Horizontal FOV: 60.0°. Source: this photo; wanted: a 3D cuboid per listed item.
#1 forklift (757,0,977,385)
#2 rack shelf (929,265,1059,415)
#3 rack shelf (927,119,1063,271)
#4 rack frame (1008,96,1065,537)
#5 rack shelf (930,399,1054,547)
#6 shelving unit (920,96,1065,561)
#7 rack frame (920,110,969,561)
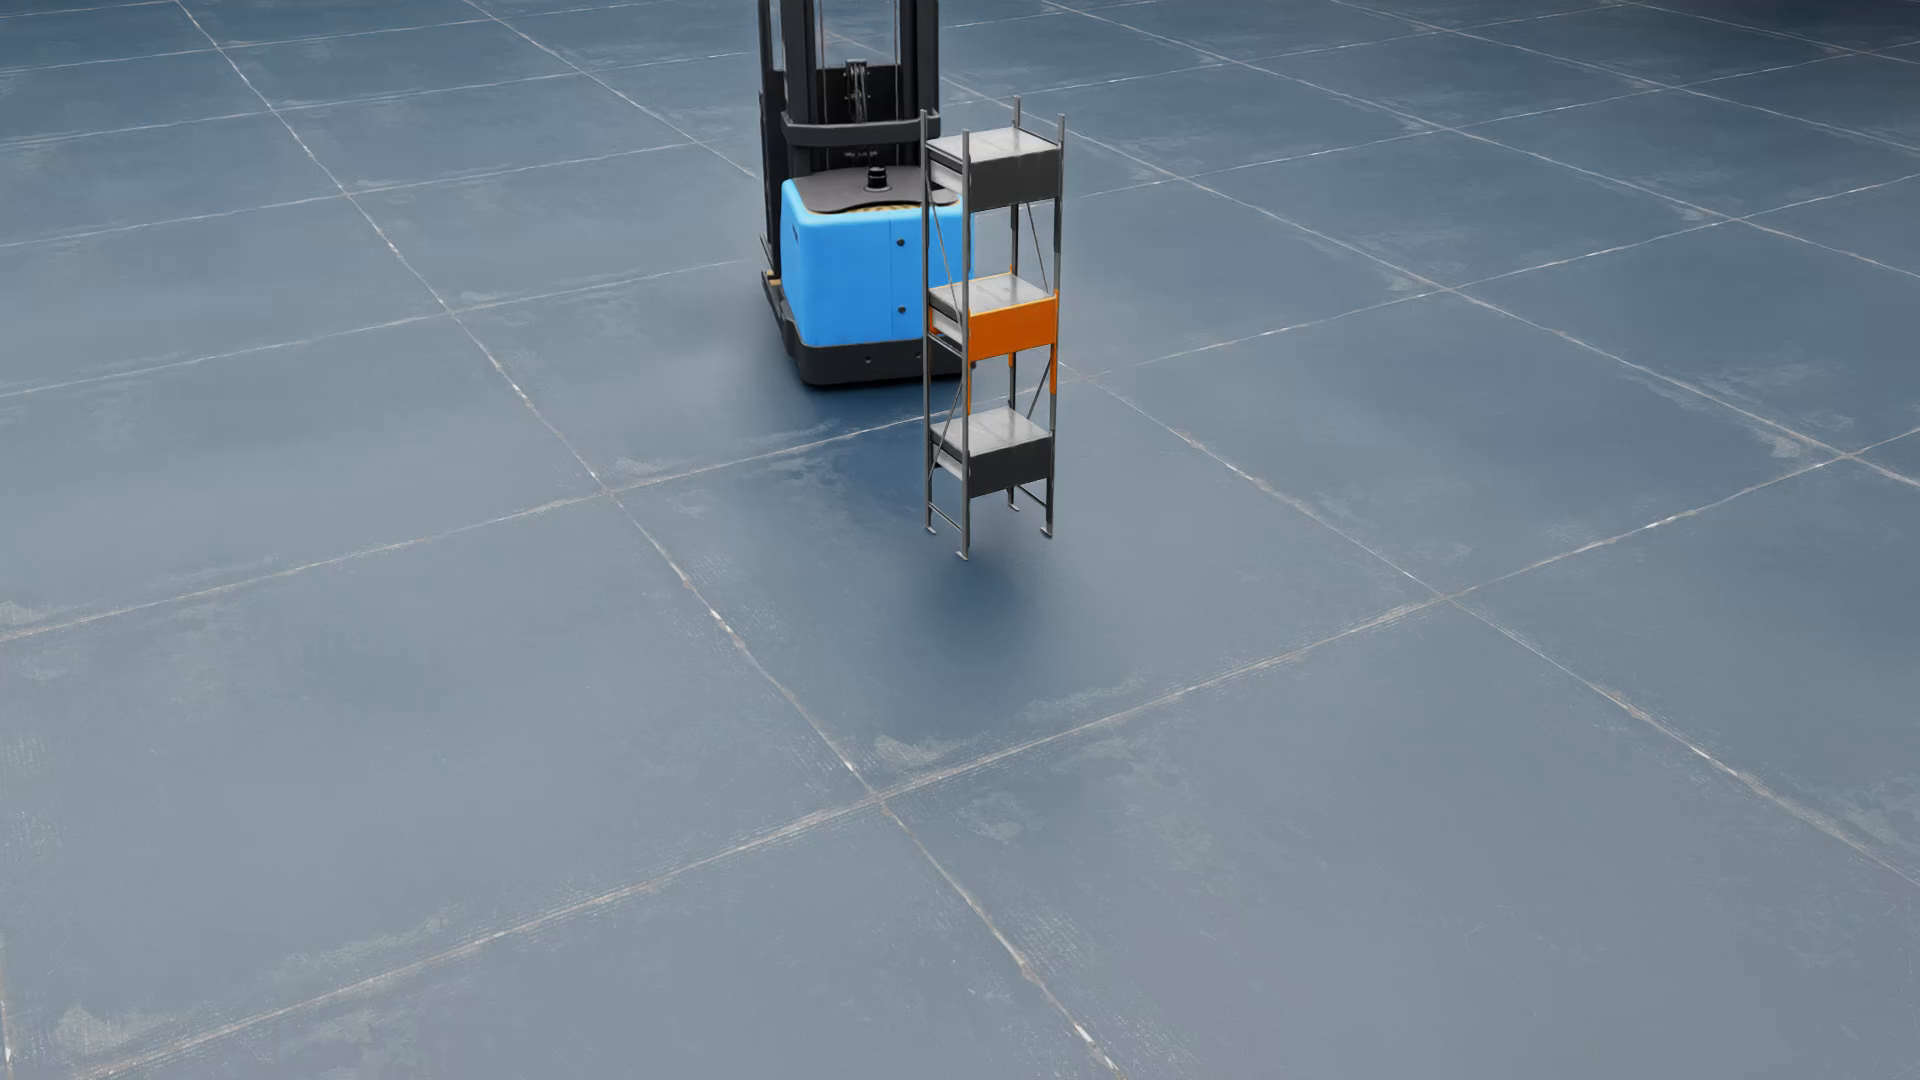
[{"bbox_3d":[-0.725,-2.887,10.448,1.130,2.935,3.031,-6,30,-11],"label":"forklift"},{"bbox_3d":[0.143,-0.948,7.823,0.480,0.518,0.431,-16,33,-26],"label":"rack shelf"},{"bbox_3d":[0.143,-1.561,7.484,0.480,0.518,0.431,-16,33,-26],"label":"rack shelf"},{"bbox_3d":[0.353,-1.020,7.924,0.015,2.100,0.400,-16,33,-26],"label":"rack frame"},{"bbox_3d":[0.143,-0.335,8.161,0.480,0.518,0.431,-16,33,-26],"label":"rack shelf"},{"bbox_3d":[0.143,-0.960,7.816,0.503,2.100,0.431,-16,33,-26],"label":"shelving unit"},{"bbox_3d":[-0.068,-0.900,7.708,0.015,2.100,0.400,-16,33,-26],"label":"rack frame"}]
